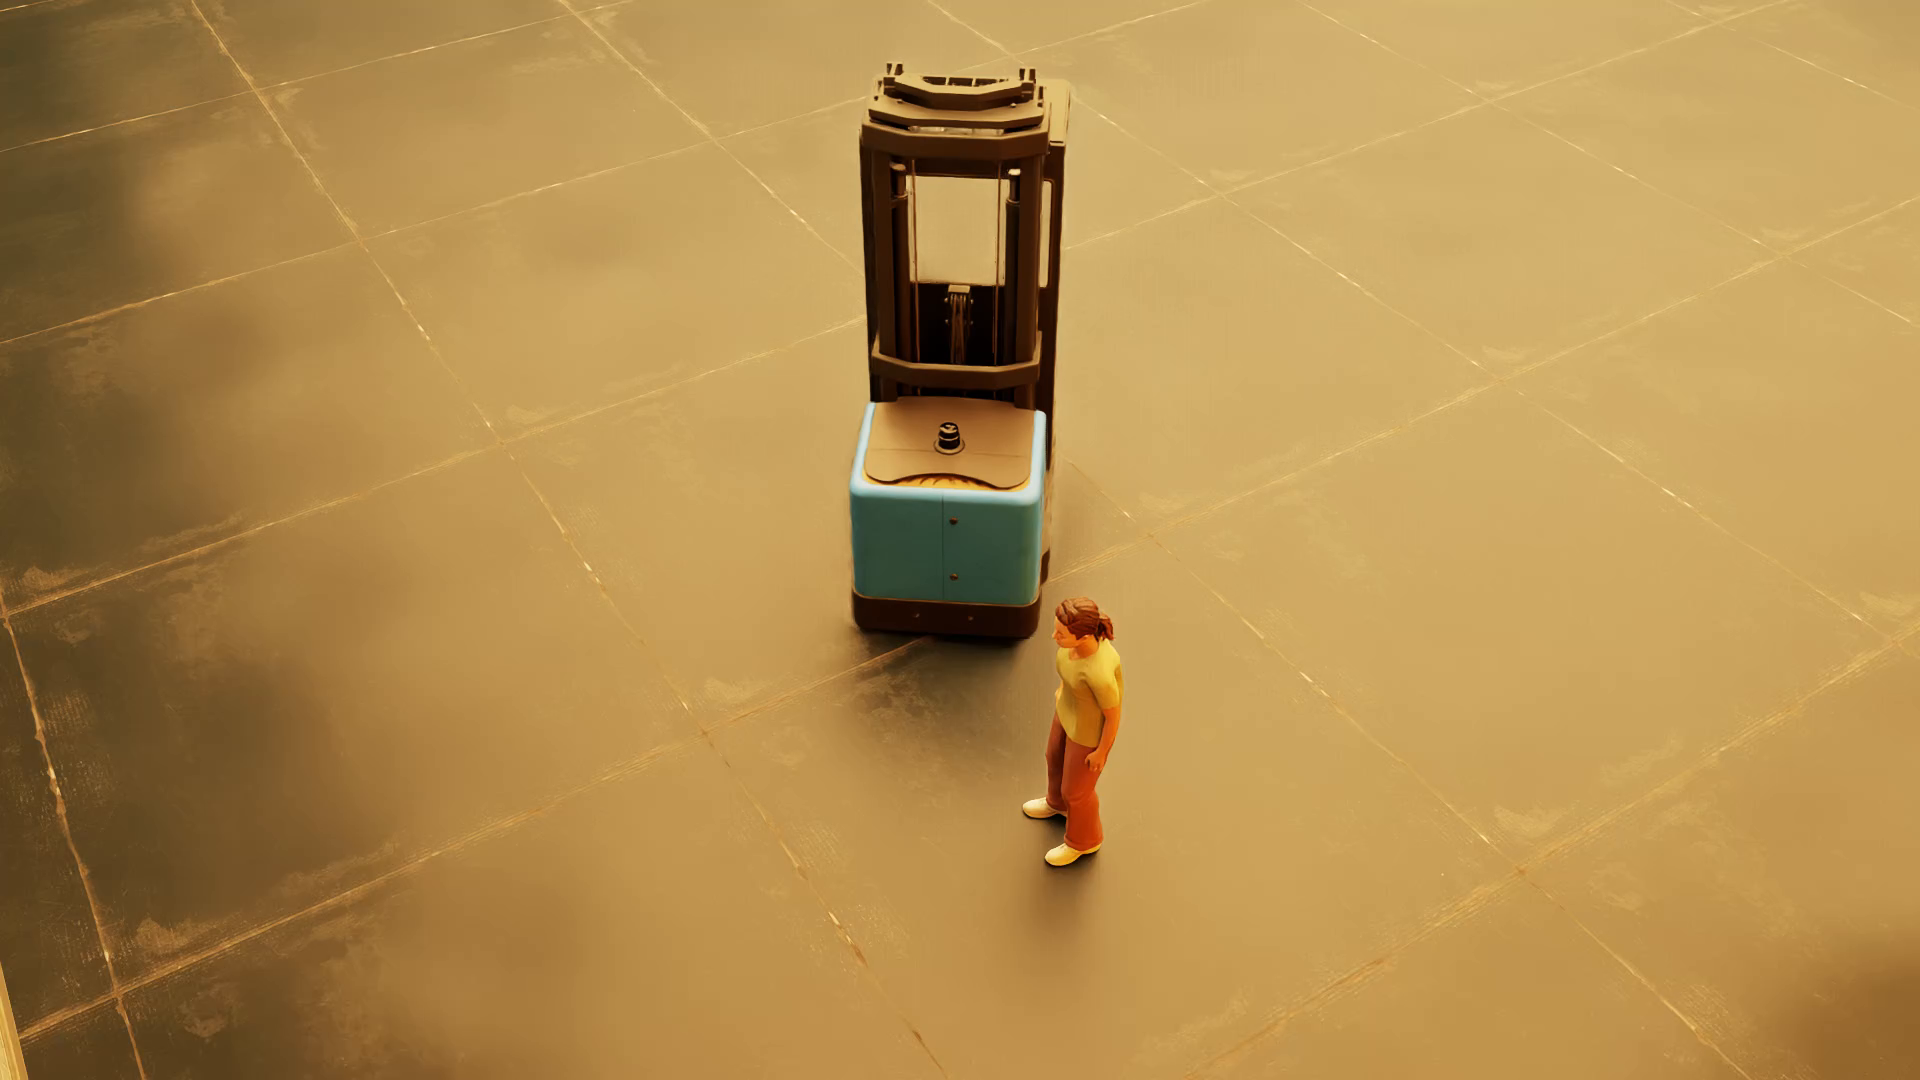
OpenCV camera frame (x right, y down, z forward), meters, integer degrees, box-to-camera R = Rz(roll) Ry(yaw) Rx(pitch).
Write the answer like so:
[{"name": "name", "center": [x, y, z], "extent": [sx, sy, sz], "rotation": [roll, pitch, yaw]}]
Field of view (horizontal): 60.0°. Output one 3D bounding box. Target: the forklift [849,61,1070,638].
[{"name": "forklift", "center": [0.032, -1.515, 9.604], "extent": [1.130, 2.935, 3.031], "rotation": [3, 41, 4]}]

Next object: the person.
[{"name": "person", "center": [0.557, 0.868, 7.835], "extent": [0.359, 1.671, 0.512], "rotation": [-12, 43, -13]}]
